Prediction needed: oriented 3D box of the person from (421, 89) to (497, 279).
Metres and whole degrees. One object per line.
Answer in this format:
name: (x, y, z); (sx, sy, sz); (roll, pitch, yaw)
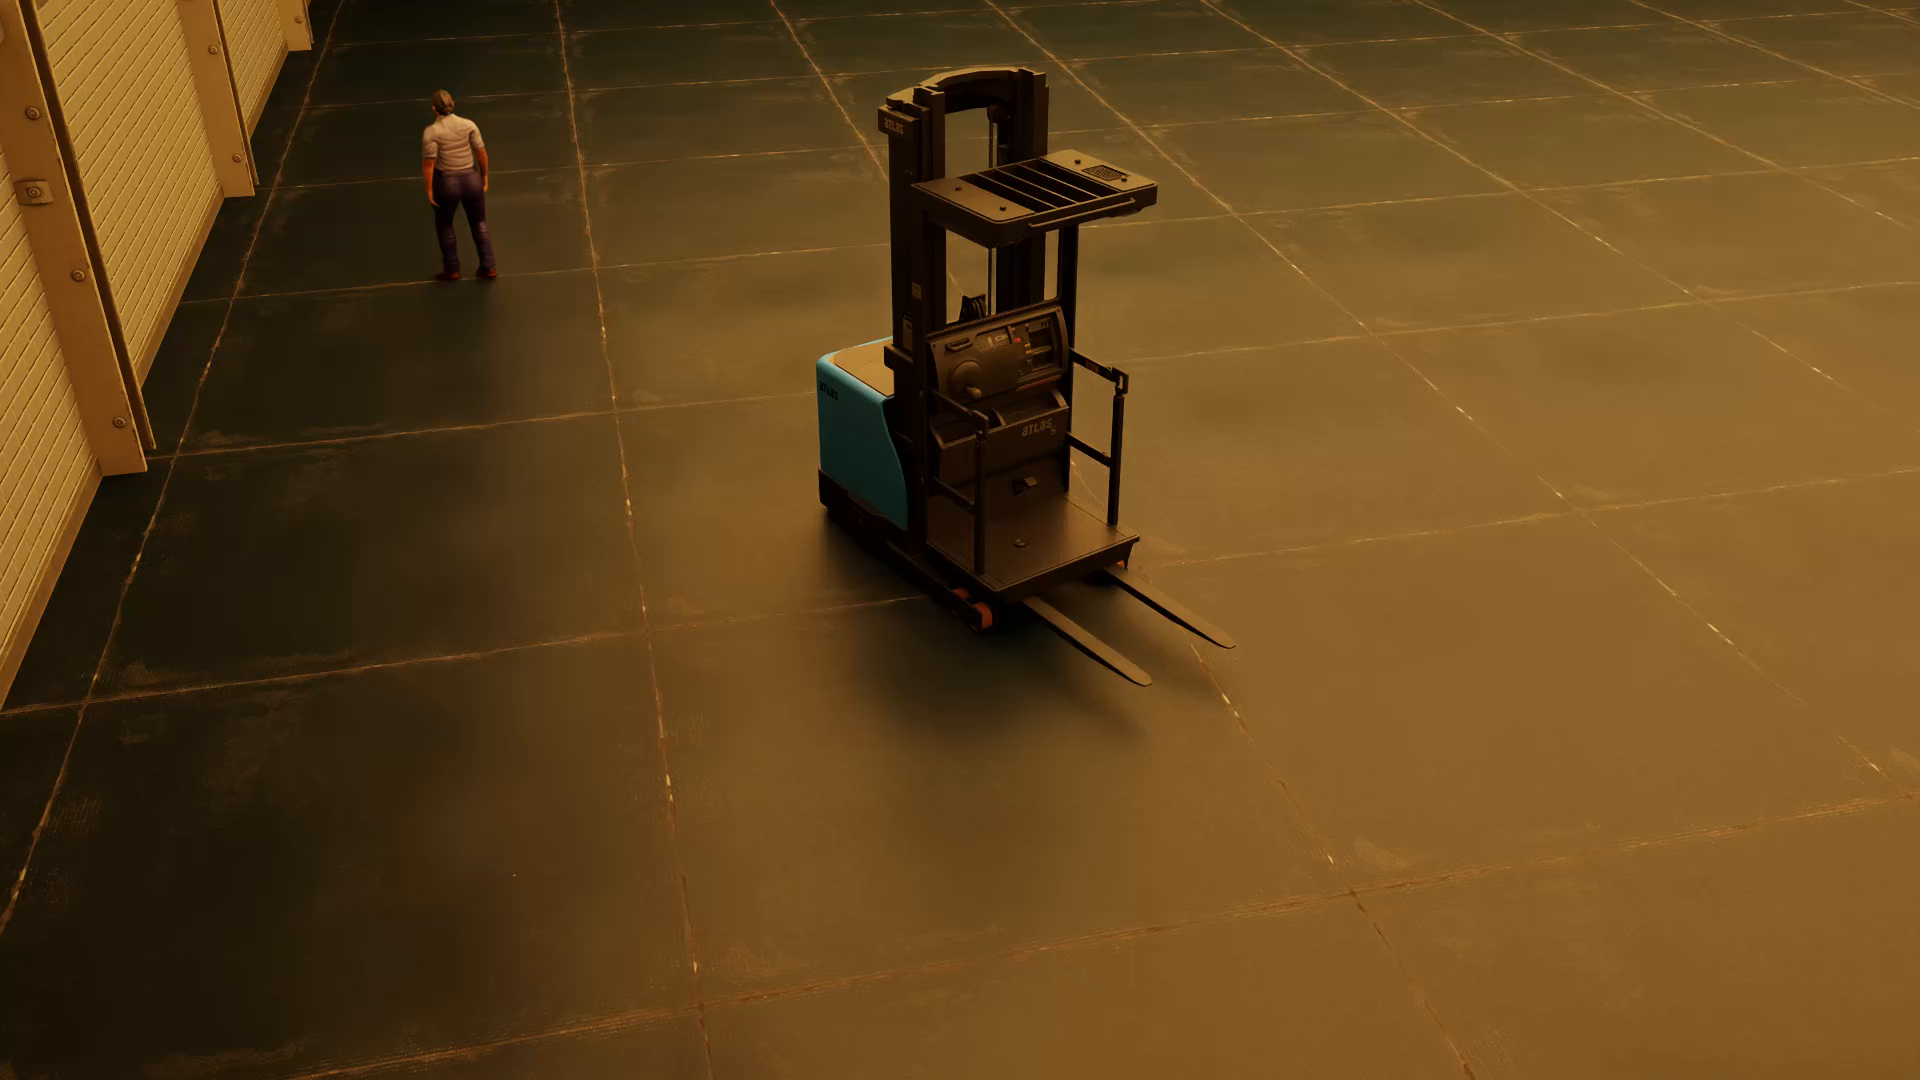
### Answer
person: (-4.266, -2.994, 14.061); (0.555, 1.676, 0.457); (-17, 34, -26)

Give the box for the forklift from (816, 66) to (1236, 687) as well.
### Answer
forklift: (0.355, -1.021, 9.338); (1.130, 2.935, 3.031); (-20, 35, -30)
